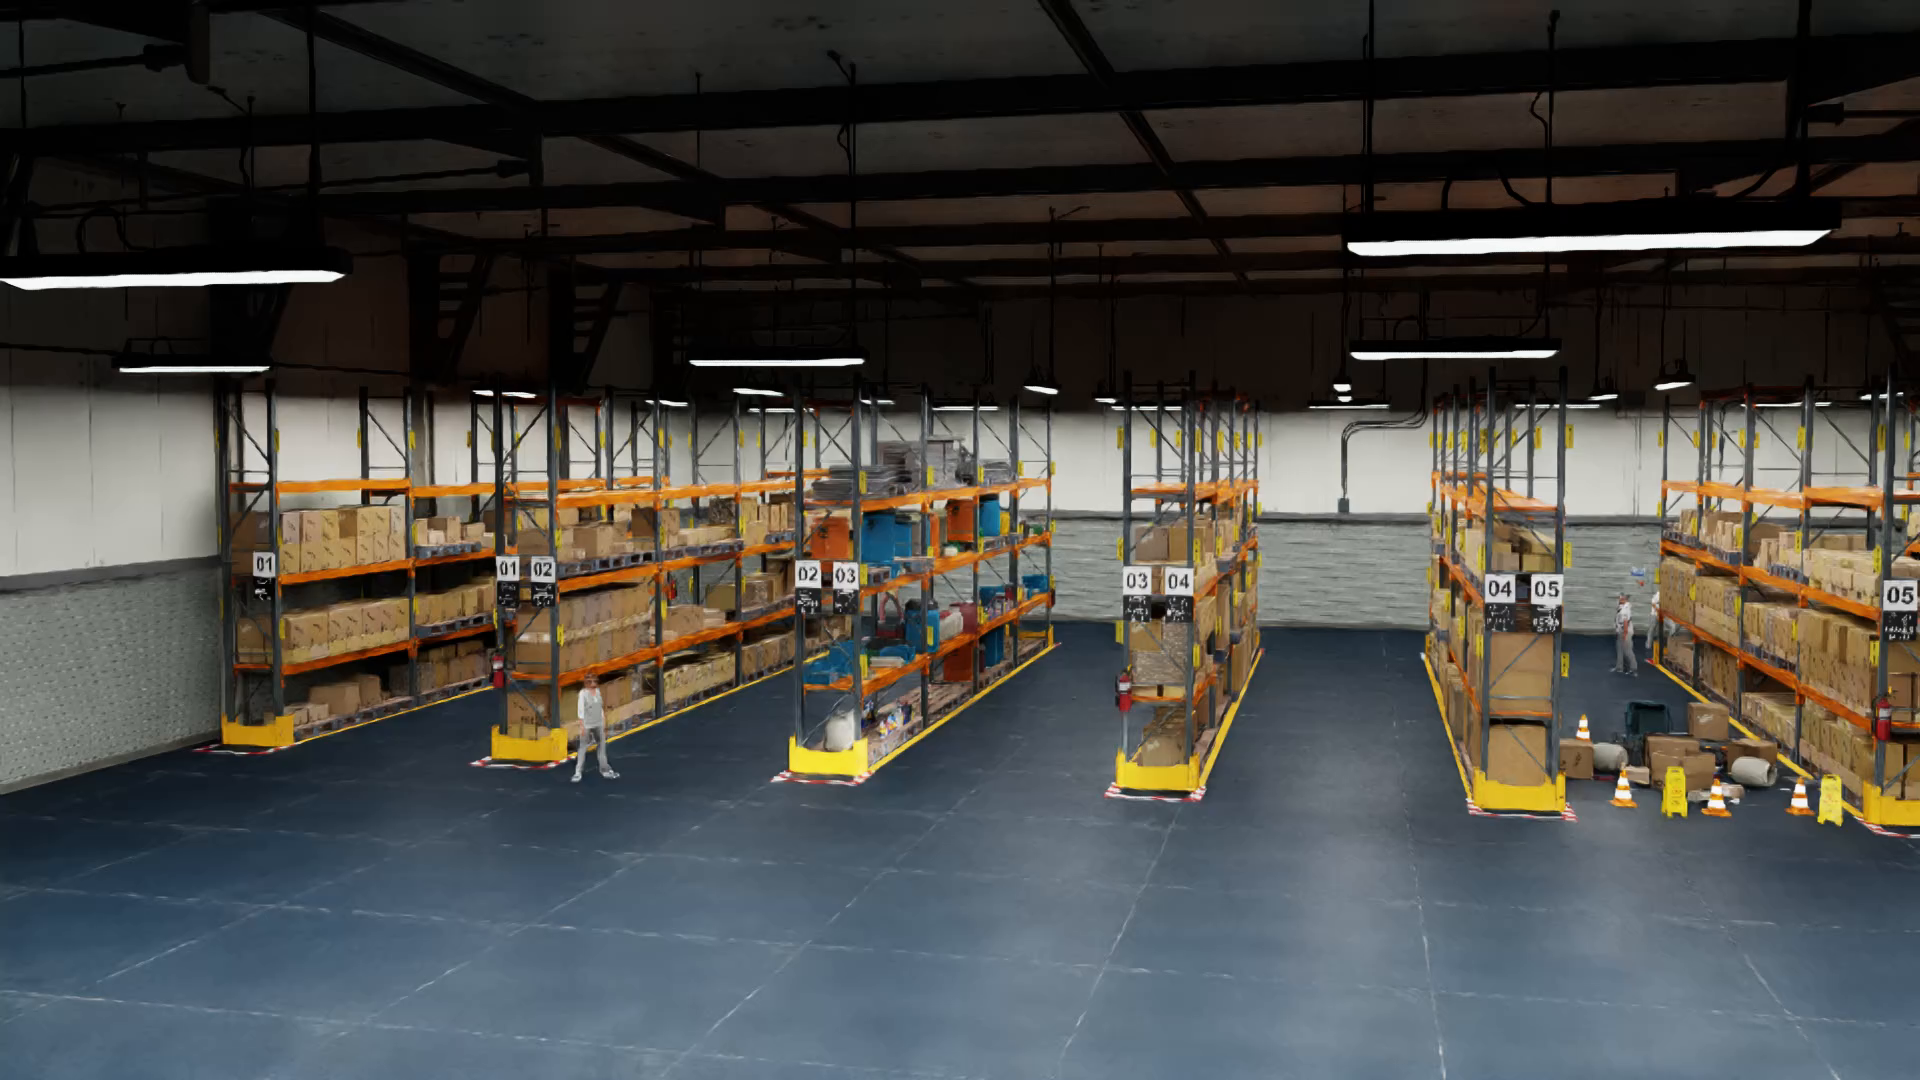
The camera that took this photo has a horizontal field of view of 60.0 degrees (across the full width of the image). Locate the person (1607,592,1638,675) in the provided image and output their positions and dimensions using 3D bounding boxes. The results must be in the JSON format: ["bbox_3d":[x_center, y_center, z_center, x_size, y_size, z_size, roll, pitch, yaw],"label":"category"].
[{"bbox_3d":[14.214,1.979,35.679,0.569,1.744,0.743,1,4,16],"label":"person"}]

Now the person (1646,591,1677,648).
[{"bbox_3d":[16.830,1.809,39.841,0.655,1.607,0.767,0,3,-7],"label":"person"}]

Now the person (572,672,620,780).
[{"bbox_3d":[-5.392,2.743,24.460,0.493,1.556,0.623,3,5,44],"label":"person"}]

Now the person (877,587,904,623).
[{"bbox_3d":[-1.881,1.461,45.605,0.492,1.609,0.953,2,4,34],"label":"person"}]
